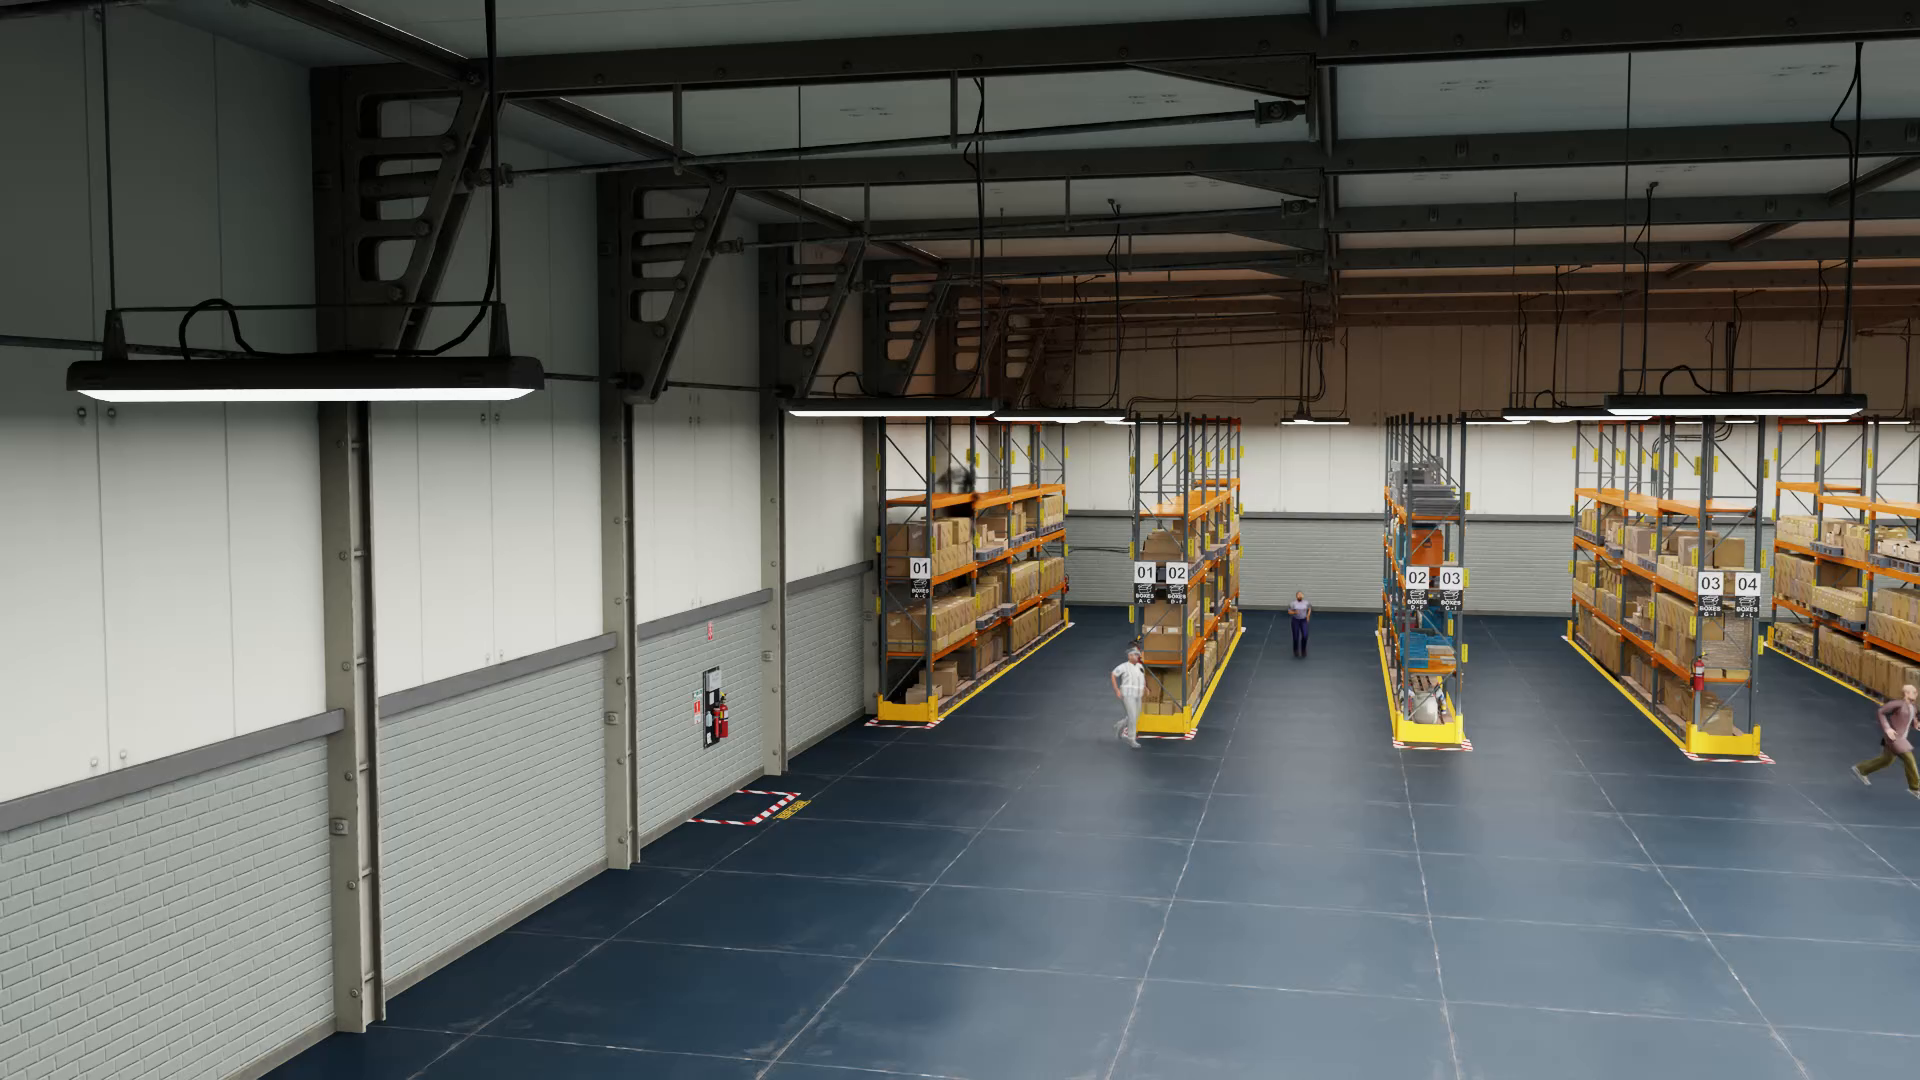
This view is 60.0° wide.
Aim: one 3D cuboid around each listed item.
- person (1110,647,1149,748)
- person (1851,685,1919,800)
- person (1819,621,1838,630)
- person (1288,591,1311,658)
[{"bbox_3d":[3.129,2.827,30.094,0.707,1.766,0.742,-3,5,-35],"label":"person"},{"bbox_3d":[14.488,3.106,25.801,0.712,1.782,1.154,-3,5,-42],"label":"person"},{"bbox_3d":[23.232,1.914,44.543,0.528,1.624,0.575,1,4,18],"label":"person"},{"bbox_3d":[8.470,2.116,41.434,0.582,1.684,0.673,0,4,5],"label":"person"}]
